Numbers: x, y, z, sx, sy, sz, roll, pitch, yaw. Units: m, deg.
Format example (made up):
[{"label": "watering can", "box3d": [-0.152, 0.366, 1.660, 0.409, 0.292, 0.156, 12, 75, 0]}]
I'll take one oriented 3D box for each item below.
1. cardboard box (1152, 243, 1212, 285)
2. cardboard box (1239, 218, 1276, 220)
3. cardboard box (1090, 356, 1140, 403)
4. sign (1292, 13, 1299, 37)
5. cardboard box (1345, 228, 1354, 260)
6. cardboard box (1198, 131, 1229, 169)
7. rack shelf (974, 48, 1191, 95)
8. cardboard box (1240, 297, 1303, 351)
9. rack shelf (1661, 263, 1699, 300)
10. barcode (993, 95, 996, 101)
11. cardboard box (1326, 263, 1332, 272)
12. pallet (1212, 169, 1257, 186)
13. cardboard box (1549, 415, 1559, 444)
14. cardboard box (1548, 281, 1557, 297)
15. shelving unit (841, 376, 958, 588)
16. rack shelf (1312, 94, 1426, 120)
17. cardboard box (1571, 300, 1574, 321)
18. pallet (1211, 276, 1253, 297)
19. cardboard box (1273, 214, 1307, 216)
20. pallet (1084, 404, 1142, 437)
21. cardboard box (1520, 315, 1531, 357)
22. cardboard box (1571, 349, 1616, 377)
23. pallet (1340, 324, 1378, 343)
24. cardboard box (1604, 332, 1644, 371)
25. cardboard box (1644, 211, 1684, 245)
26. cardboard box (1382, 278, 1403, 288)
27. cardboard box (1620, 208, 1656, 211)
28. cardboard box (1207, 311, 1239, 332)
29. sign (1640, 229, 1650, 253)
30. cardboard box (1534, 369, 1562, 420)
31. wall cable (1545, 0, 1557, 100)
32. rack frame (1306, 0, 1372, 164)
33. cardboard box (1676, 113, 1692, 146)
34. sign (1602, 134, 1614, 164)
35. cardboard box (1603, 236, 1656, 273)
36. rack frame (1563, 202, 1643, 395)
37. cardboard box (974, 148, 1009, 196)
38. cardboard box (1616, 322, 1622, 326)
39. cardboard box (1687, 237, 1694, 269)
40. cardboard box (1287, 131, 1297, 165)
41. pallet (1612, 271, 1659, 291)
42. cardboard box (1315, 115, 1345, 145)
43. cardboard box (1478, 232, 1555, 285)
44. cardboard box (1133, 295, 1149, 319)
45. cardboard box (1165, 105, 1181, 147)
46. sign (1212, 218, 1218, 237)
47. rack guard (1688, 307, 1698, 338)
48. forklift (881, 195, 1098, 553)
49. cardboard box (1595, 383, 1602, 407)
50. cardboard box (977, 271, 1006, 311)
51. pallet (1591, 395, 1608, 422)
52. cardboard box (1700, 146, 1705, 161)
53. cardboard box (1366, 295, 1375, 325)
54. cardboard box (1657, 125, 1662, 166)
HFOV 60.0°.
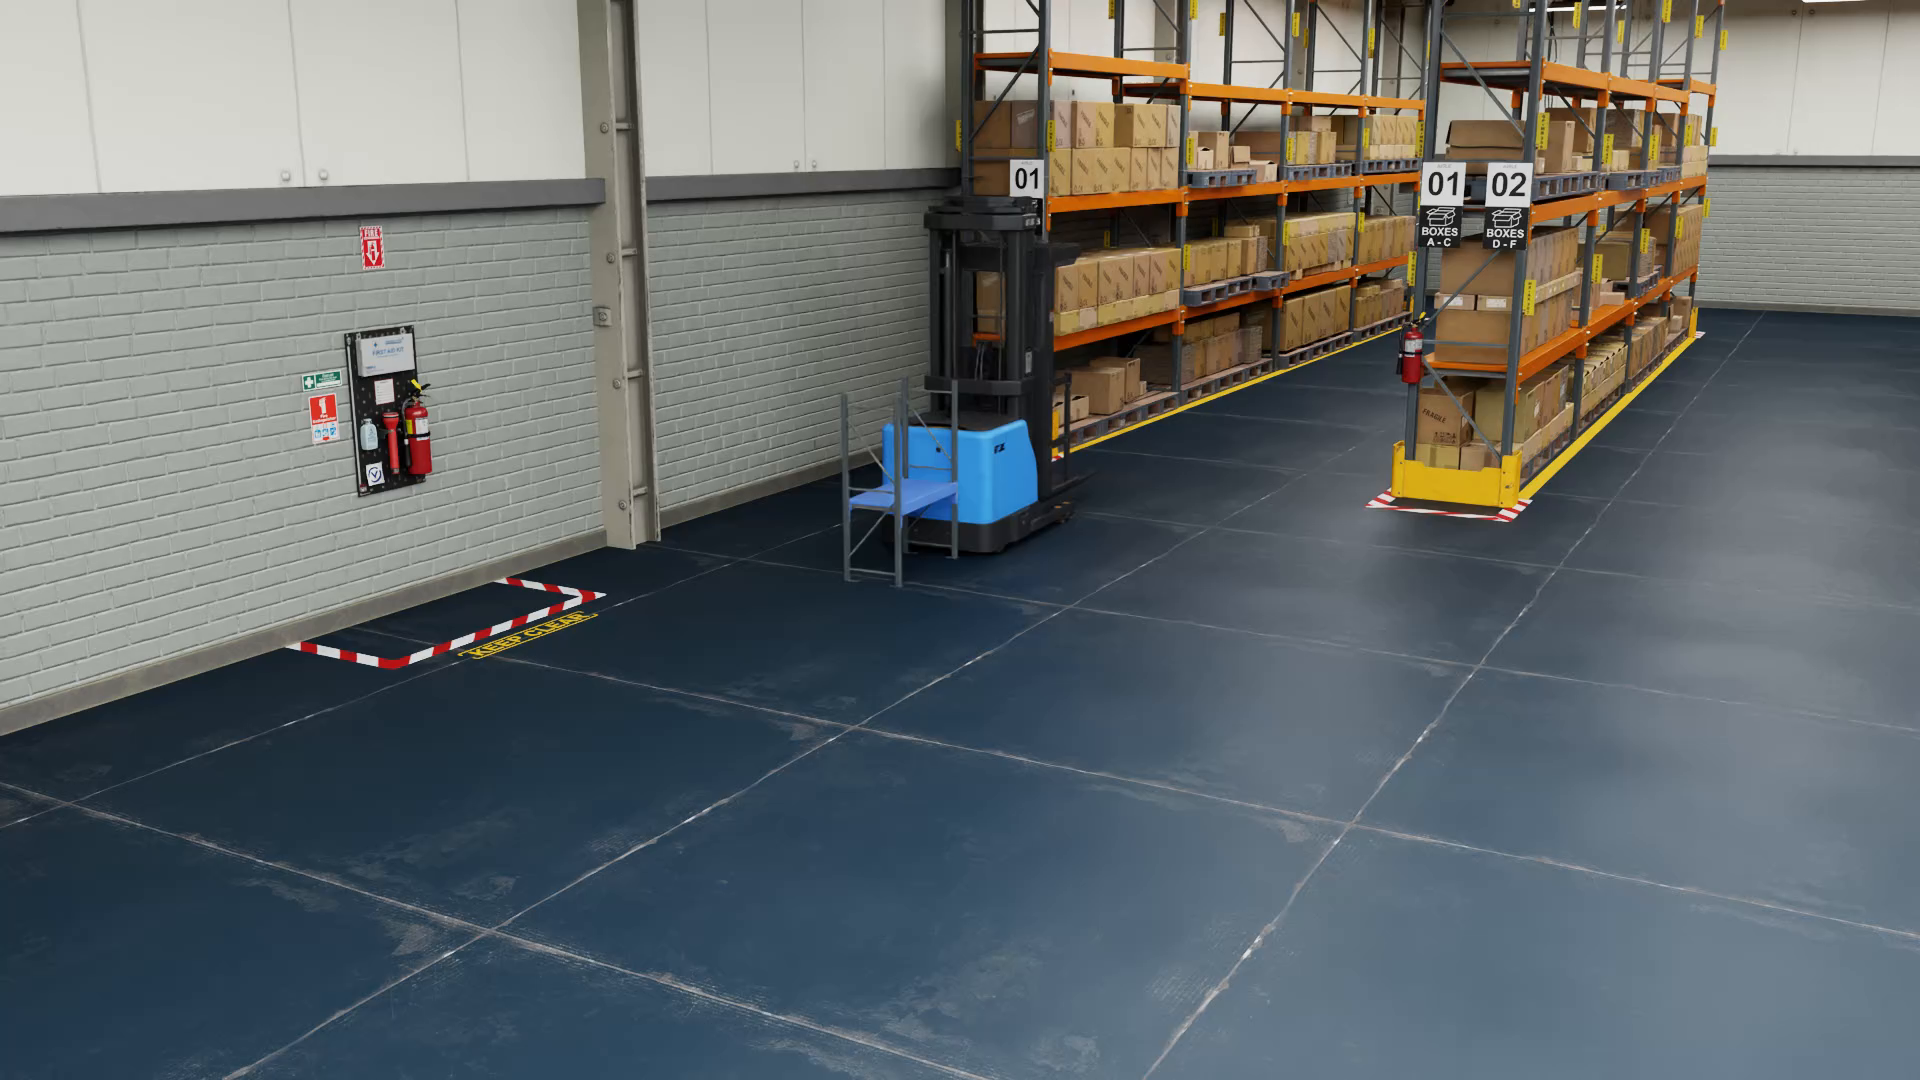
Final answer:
[{"label": "cardboard box", "box3d": [2.966, -3.721, 22.417, 0.700, 0.500, 0.500, 9, 16, 34]}, {"label": "cardboard box", "box3d": [4.593, -4.861, 25.805, 0.500, 0.250, 0.500, 7, 15, 26]}, {"label": "cardboard box", "box3d": [1.947, -2.026, 20.930, 0.500, 0.500, 0.500, 6, 15, 24]}, {"label": "sign", "box3d": [4.827, -7.415, 23.927, 0.100, 0.325, 0.005, 7, 15, 28]}, {"label": "cardboard box", "box3d": [6.279, -4.965, 27.839, 0.500, 0.500, 0.500, 7, 15, 27]}, {"label": "cardboard box", "box3d": [3.345, -5.312, 22.656, 0.500, 0.500, 0.500, 7, 15, 26]}, {"label": "rack shelf", "box3d": [1.447, -5.399, 19.271, 1.077, 0.370, 4.000, 7, 15, 28]}, {"label": "cardboard box", "box3d": [4.818, -3.360, 25.762, 0.750, 0.750, 0.750, 7, 15, 27]}, {"label": "rack shelf", "box3d": [11.586, -4.386, 27.861, 1.077, 0.370, 4.000, 7, 15, 28]}, {"label": "barcode", "box3d": [0.386, -4.911, 18.476, 0.001, 0.075, 0.075, 7, 15, 28]}, {"label": "cardboard box", "box3d": [5.847, -4.466, 27.151, 0.380, 0.149, 0.250, 7, 15, 28]}, {"label": "pallet", "box3d": [3.304, -4.939, 22.621, 1.213, 0.211, 1.003, 7, 15, 28]}, {"label": "cardboard box", "box3d": [6.240, -1.226, 18.189, 0.500, 0.250, 0.500, 7, 15, 28]}, {"label": "cardboard box", "box3d": [6.067, -2.653, 17.539, 0.380, 0.149, 0.250, 8, 16, 30]}, {"label": "shelving unit", "box3d": [-0.468, -0.487, 13.353, 0.538, 1.500, 1.048, 6, 15, 25]}, {"label": "rack shelf", "box3d": [7.248, -7.668, 29.529, 1.077, 0.370, 4.000, 7, 15, 28]}, {"label": "cardboard box", "box3d": [6.952, -2.717, 19.723, 0.500, 0.250, 0.500, 9, 16, 32]}, {"label": "pallet", "box3d": [3.427, -3.561, 23.314, 1.003, 0.211, 1.213, 7, 15, 28]}, {"label": "cardboard box", "box3d": [5.346, -5.177, 27.116, 0.500, 0.250, 0.500, 7, 15, 26]}, {"label": "pallet", "box3d": [1.532, -1.496, 20.288, 1.003, 0.211, 1.213, 7, 15, 28]}, {"label": "cardboard box", "box3d": [5.305, -2.115, 16.691, 0.700, 0.500, 0.500, 8, 16, 29]}, {"label": "cardboard box", "box3d": [8.156, -2.299, 21.443, 0.500, 0.311, 0.500, 7, 15, 28]}, {"label": "pallet", "box3d": [6.717, -3.677, 29.336, 1.003, 0.211, 1.213, 7, 15, 28]}, {"label": "cardboard box", "box3d": [9.404, -2.672, 23.613, 0.500, 0.500, 0.500, 7, 15, 26]}, {"label": "cardboard box", "box3d": [11.094, -4.925, 26.214, 0.500, 0.500, 0.500, 8, 16, 29]}, {"label": "cardboard box", "box3d": [8.062, -4.809, 31.133, 0.380, 0.149, 0.250, 7, 15, 27]}, {"label": "cardboard box", "box3d": [11.126, -5.202, 27.363, 0.500, 0.500, 0.500, 8, 15, 28]}, {"label": "cardboard box", "box3d": [3.715, -3.165, 24.056, 0.500, 0.250, 0.500, 8, 16, 29]}, {"label": "sign", "box3d": [9.173, -4.005, 22.277, 0.100, 0.325, 0.005, 7, 15, 28]}, {"label": "cardboard box", "box3d": [6.229, -1.592, 18.107, 0.500, 0.500, 0.500, 7, 15, 28]}, {"label": "wall cable", "box3d": [13.630, -10.382, 34.246, 3.097, 2.526, 0.112, 7, 15, 28]}, {"label": "rack frame", "box3d": [6.281, -7.802, 27.696, 1.000, 3.000, 0.127, 7, 15, 28]}, {"label": "cardboard box", "box3d": [11.187, -6.509, 26.385, 0.700, 0.500, 0.500, 7, 15, 28]}, {"label": "sign", "box3d": [7.239, -4.369, 18.585, 0.100, 0.325, 0.005, 7, 15, 28]}, {"label": "cardboard box", "box3d": [9.820, -4.209, 24.481, 0.700, 0.500, 0.500, 3, 14, 14]}, {"label": "rack frame", "box3d": [8.686, -3.505, 22.670, 1.000, 3.000, 0.127, 7, 15, 28]}, {"label": "cardboard box", "box3d": [0.460, -4.055, 18.296, 0.500, 0.500, 0.500, 9, 16, 32]}, {"label": "cardboard box", "box3d": [9.676, -3.040, 25.138, 0.500, 0.500, 0.500, 8, 15, 29]}, {"label": "cardboard box", "box3d": [12.081, -4.863, 28.092, 0.500, 0.500, 0.500, 8, 15, 28]}, {"label": "cardboard box", "box3d": [4.742, -6.006, 25.496, 0.700, 0.500, 0.500, 6, 15, 25]}, {"label": "pallet", "box3d": [9.622, -3.811, 24.350, 1.003, 0.211, 1.213, 7, 15, 28]}, {"label": "cardboard box", "box3d": [6.415, -7.058, 28.620, 0.500, 0.500, 0.500, 7, 15, 28]}, {"label": "cardboard box", "box3d": [5.815, -2.963, 17.441, 0.700, 0.500, 0.500, 7, 15, 28]}, {"label": "cardboard box", "box3d": [1.973, -2.844, 20.205, 0.500, 0.250, 0.500, 7, 15, 28]}, {"label": "cardboard box", "box3d": [2.409, -5.114, 20.555, 0.500, 0.500, 0.500, 6, 15, 23]}, {"label": "sign", "box3d": [3.860, -4.690, 25.118, 0.100, 0.325, 0.005, 7, 15, 28]}, {"label": "rack guard", "box3d": [12.517, -3.915, 29.707, 1.175, 0.500, 0.348, 7, 15, 28]}, {"label": "forklift", "box3d": [0.415, -1.614, 14.973, 1.130, 2.935, 3.031, 6, 15, 25]}, {"label": "cardboard box", "box3d": [7.660, -1.817, 20.643, 0.500, 0.250, 0.500, 7, 15, 26]}, {"label": "cardboard box", "box3d": [0.522, -2.846, 18.615, 0.500, 0.500, 0.500, 7, 15, 27]}, {"label": "pallet", "box3d": [7.663, -1.735, 21.281, 1.003, 0.211, 1.213, 7, 15, 28]}, {"label": "cardboard box", "box3d": [12.287, -6.537, 28.103, 0.500, 0.250, 0.500, 7, 15, 28]}, {"label": "cardboard box", "box3d": [6.978, -4.119, 29.657, 0.700, 0.500, 0.500, 7, 15, 27]}, {"label": "cardboard box", "box3d": [10.312, -5.990, 25.256, 0.600, 0.600, 0.600, 6, 15, 23]}]
